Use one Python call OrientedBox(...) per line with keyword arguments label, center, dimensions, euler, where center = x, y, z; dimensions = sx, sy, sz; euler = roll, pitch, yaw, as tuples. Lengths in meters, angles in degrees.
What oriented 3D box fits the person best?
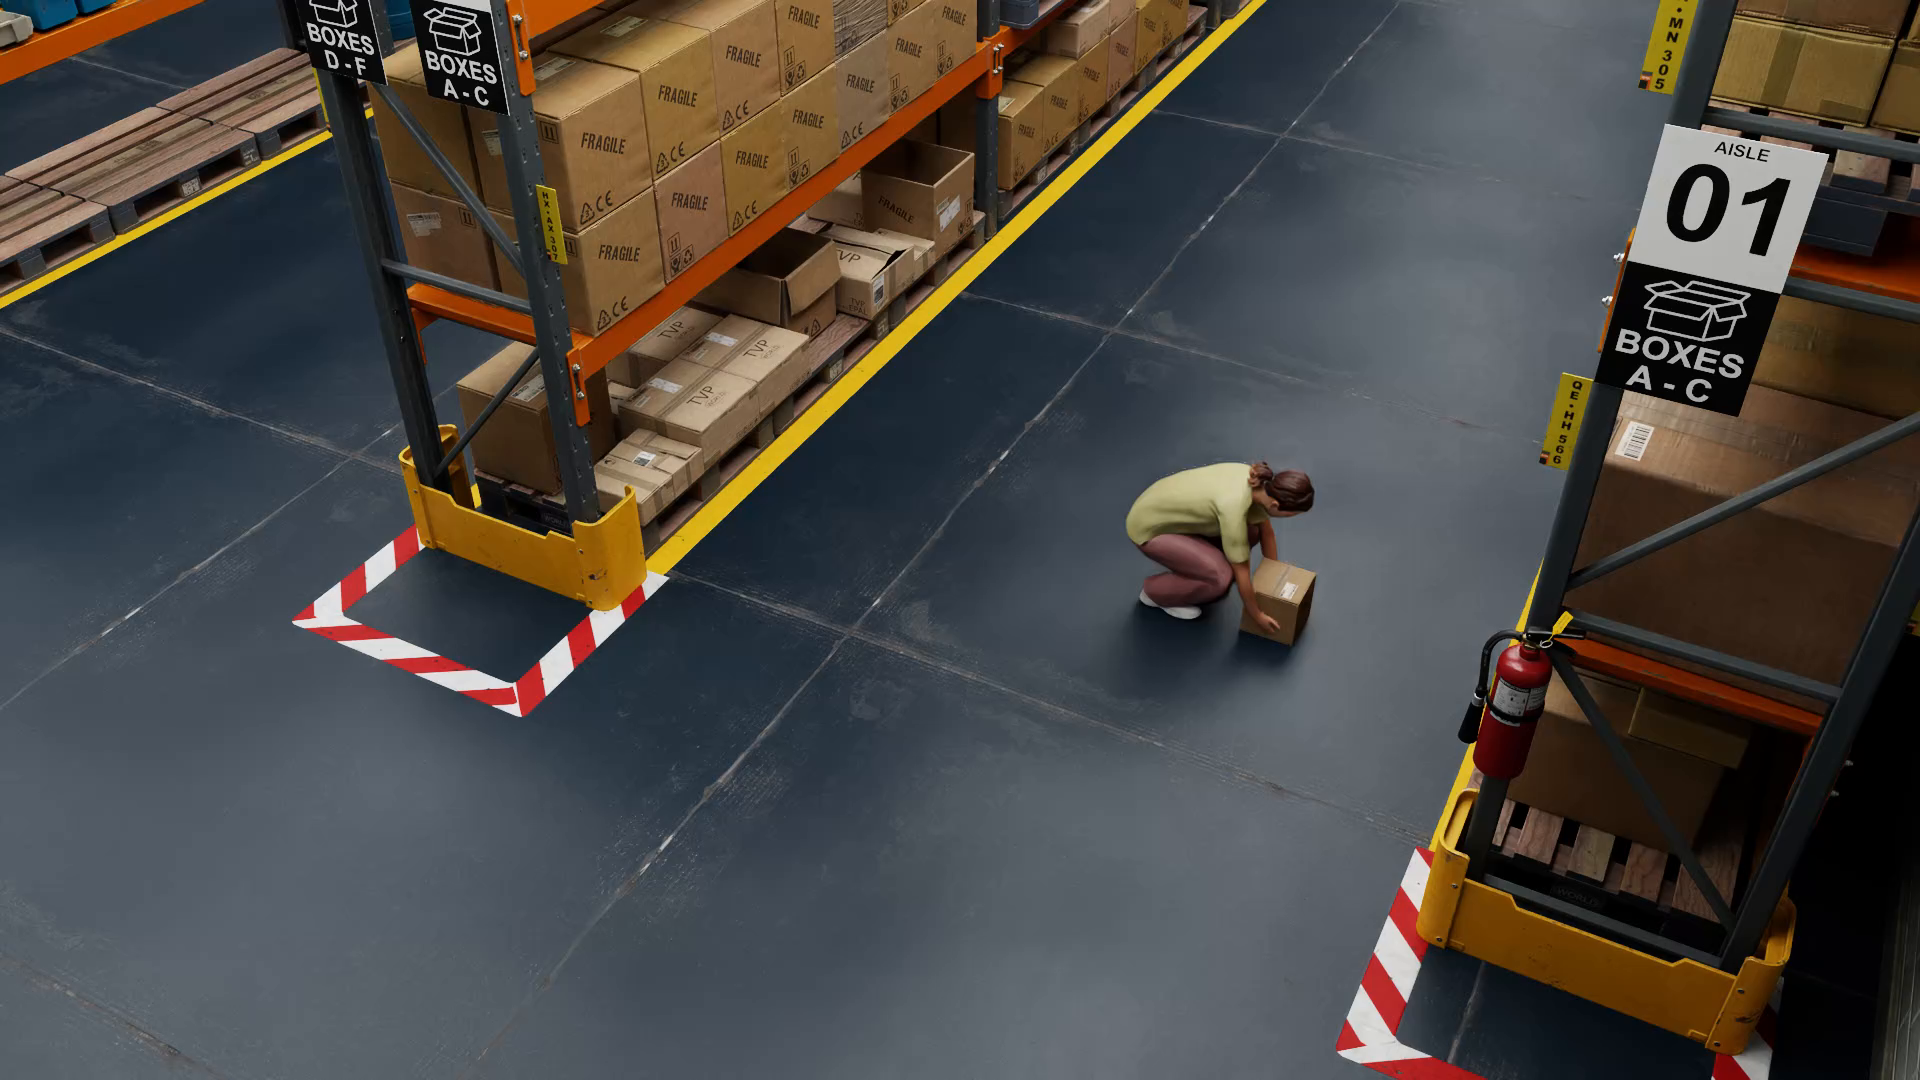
OrientedBox(label="person", center=(1.154, -0.029, 7.494), dimensions=(0.803, 0.808, 0.483), euler=(18, 41, 21))
